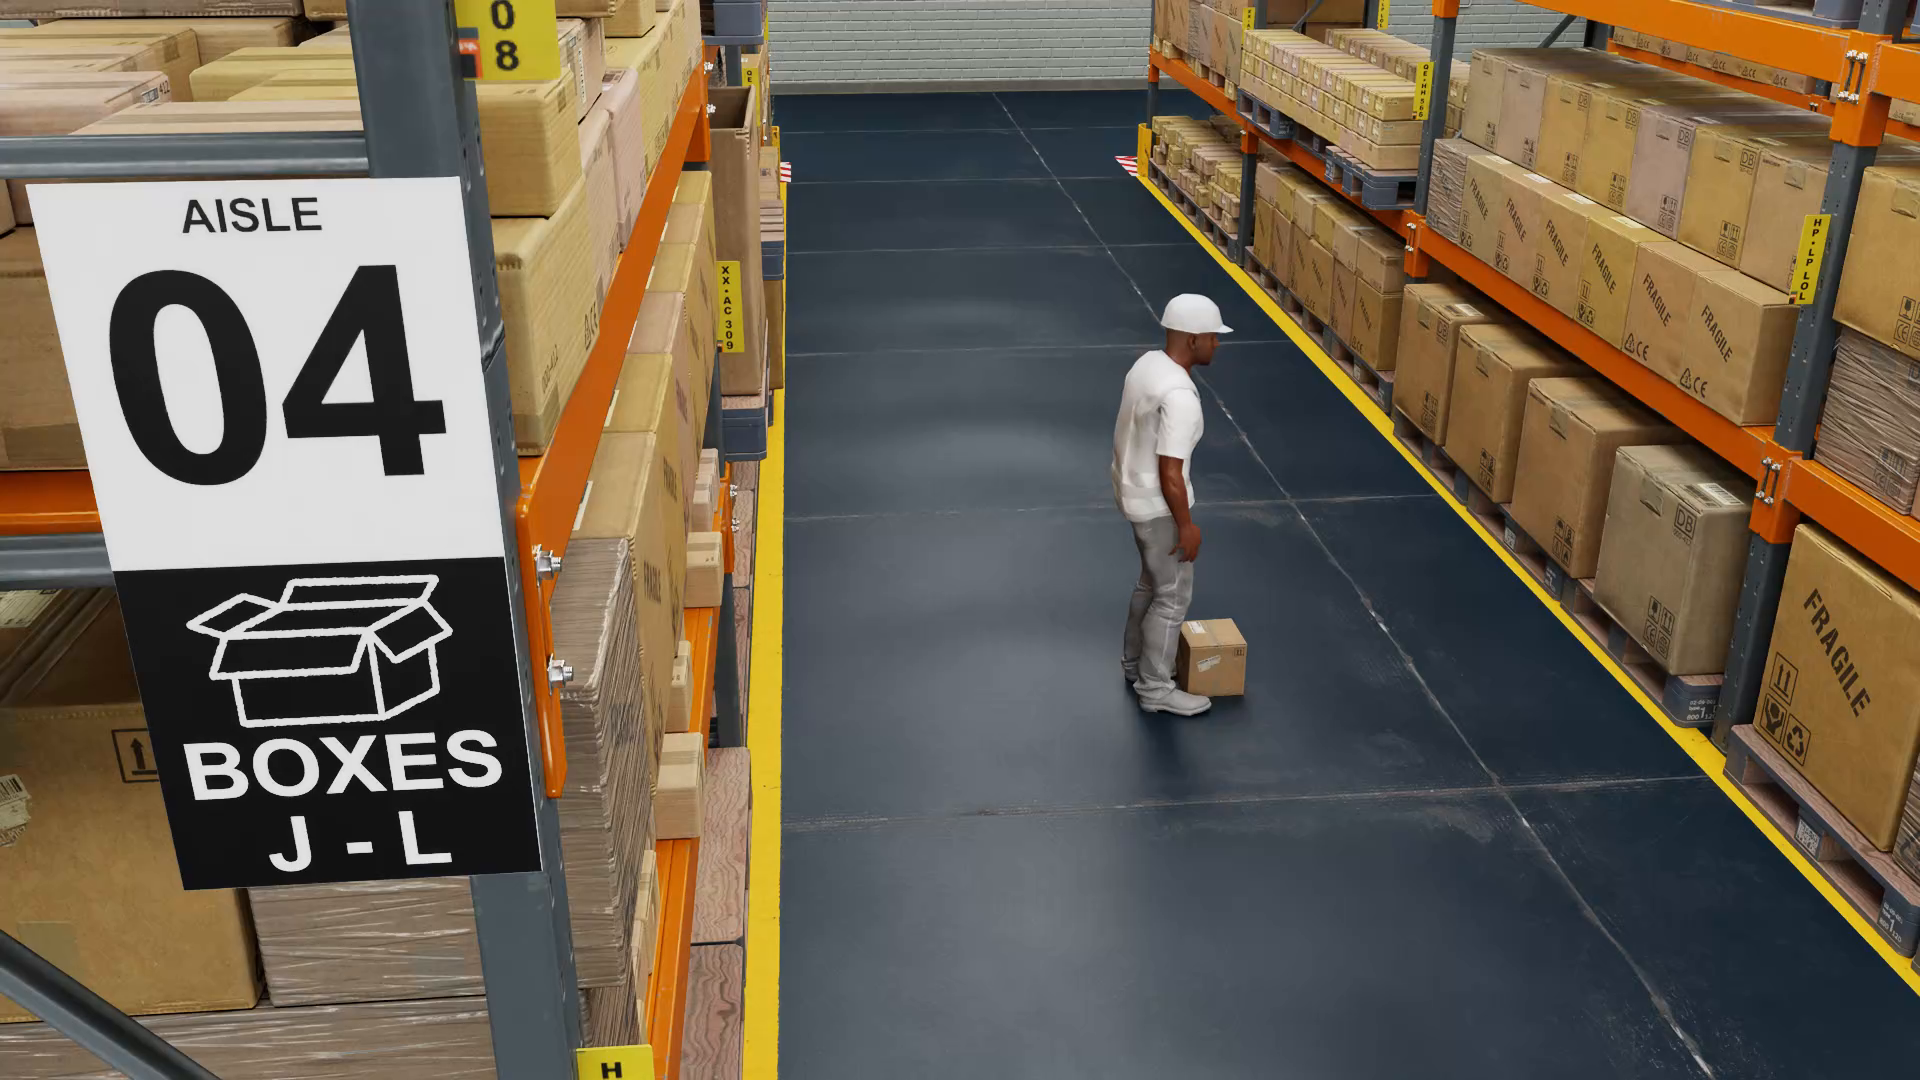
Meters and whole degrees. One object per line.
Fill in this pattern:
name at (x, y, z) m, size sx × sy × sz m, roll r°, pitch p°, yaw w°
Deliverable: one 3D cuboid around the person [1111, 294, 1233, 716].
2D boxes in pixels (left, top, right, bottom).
person at (0.867, -0.158, 6.938) m, size 0.457 × 1.761 × 0.624 m, roll -2°, pitch 24°, yaw -5°
